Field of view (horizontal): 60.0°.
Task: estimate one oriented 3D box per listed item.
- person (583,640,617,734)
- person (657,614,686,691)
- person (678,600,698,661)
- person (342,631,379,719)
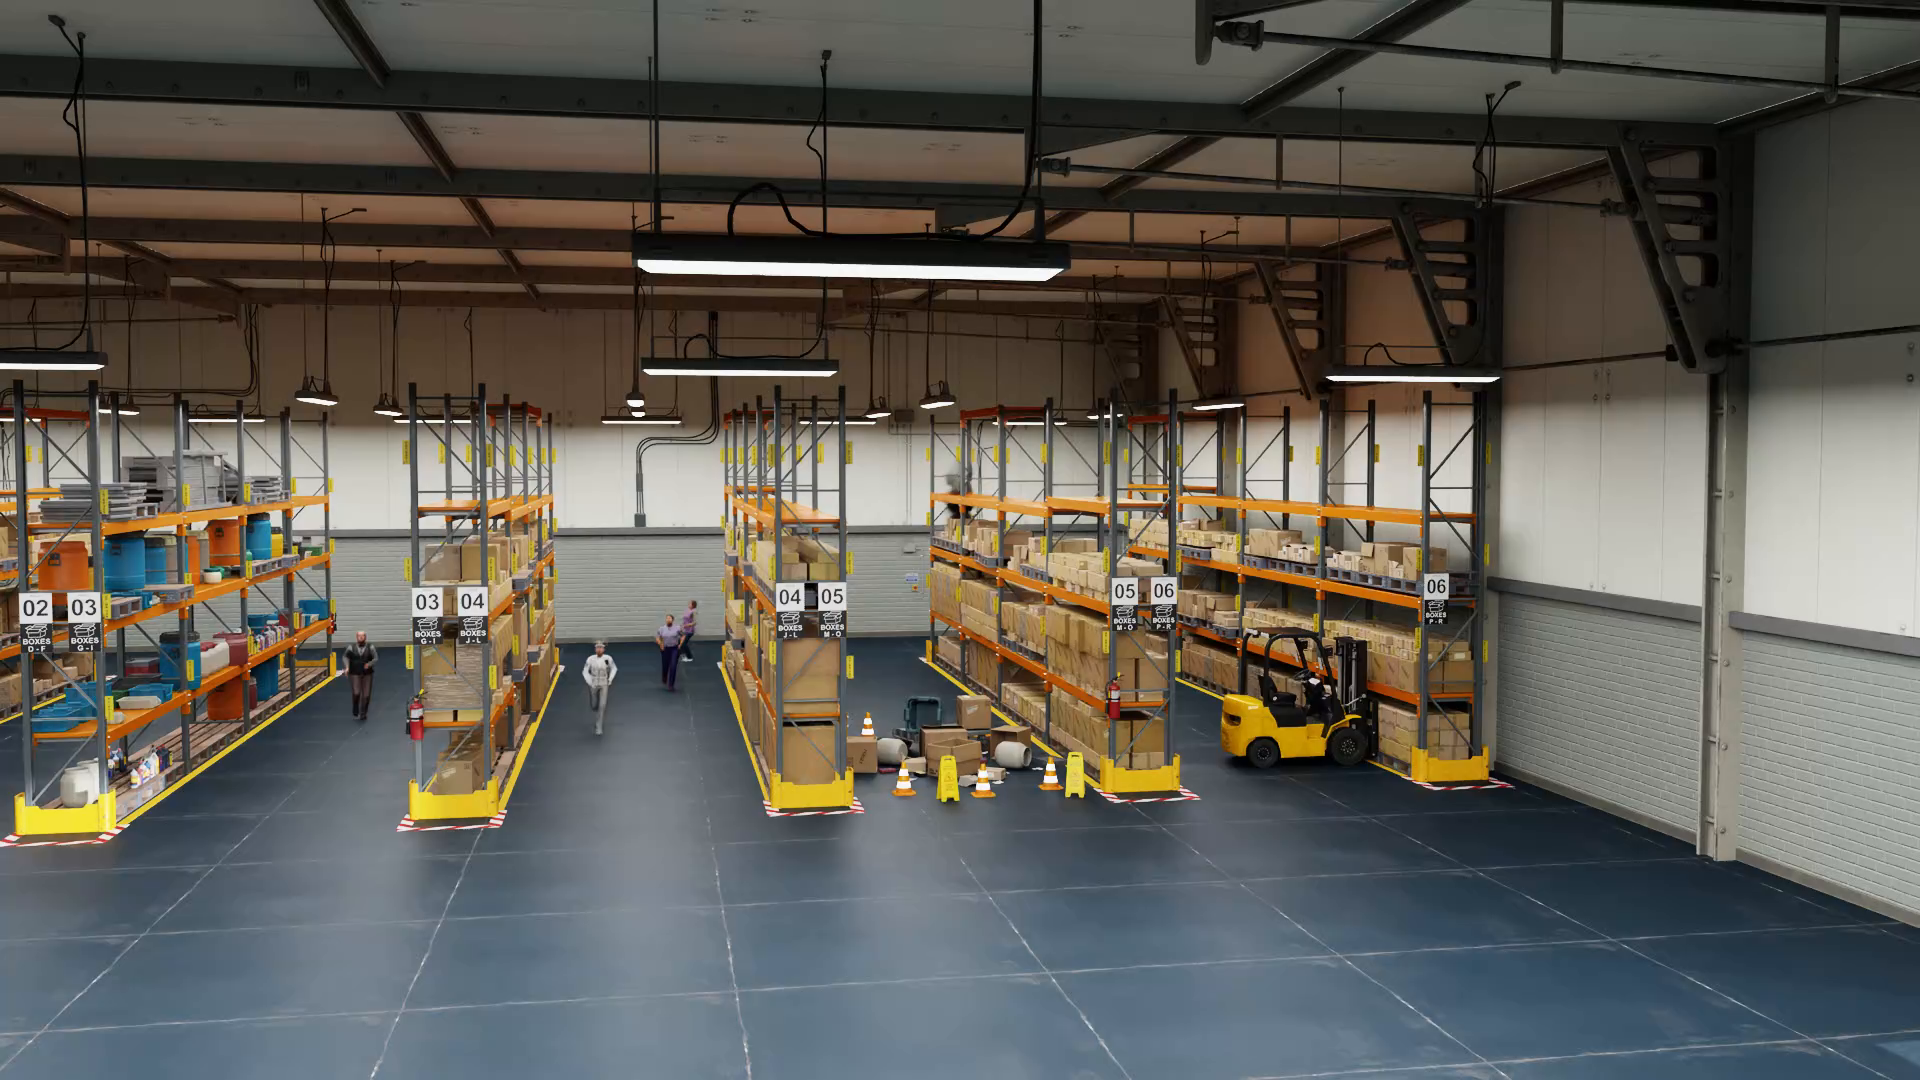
[{"bbox_3d":[-6.568,2.658,30.314,0.602,1.685,0.944,0,3,-4],"label":"person"},{"bbox_3d":[-6.199,2.406,35.704,0.612,1.627,0.727,0,3,-5],"label":"person"},{"bbox_3d":[-6.630,2.198,40.192,0.488,1.522,0.658,-2,3,-30],"label":"person"},{"bbox_3d":[-11.318,2.561,31.423,0.644,1.680,0.591,-1,3,-22],"label":"person"}]
